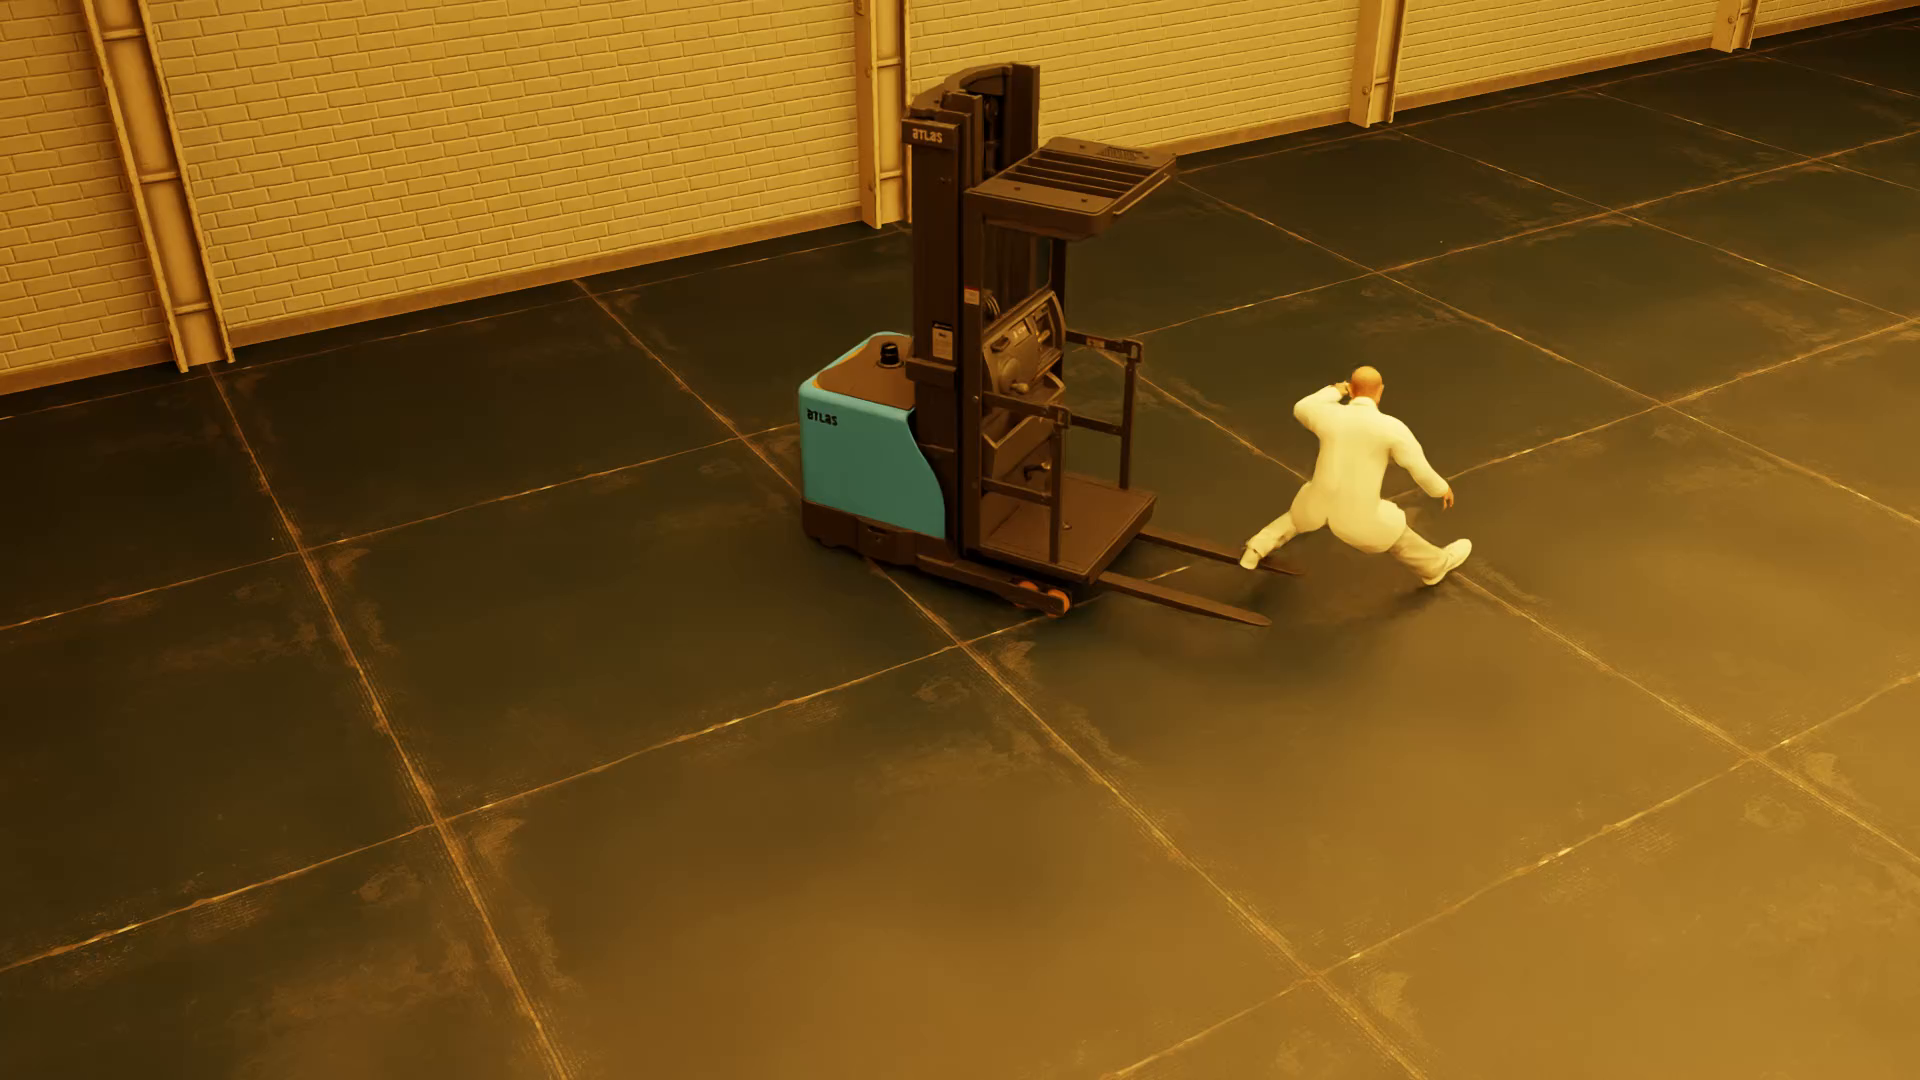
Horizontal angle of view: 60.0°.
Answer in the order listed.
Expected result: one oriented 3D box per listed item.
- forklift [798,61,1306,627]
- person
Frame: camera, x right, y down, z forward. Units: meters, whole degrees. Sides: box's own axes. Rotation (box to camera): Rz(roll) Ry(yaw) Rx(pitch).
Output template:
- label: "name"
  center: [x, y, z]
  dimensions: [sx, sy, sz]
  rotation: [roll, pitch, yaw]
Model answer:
- label: "forklift"
  center: [0.549, -1.112, 9.504]
  dimensions: [3.031, 2.935, 1.130]
  rotation: [16, 34, 24]
- label: "person"
  center: [2.333, -0.361, 9.652]
  dimensions: [1.027, 1.445, 1.164]
  rotation: [23, 38, 33]
